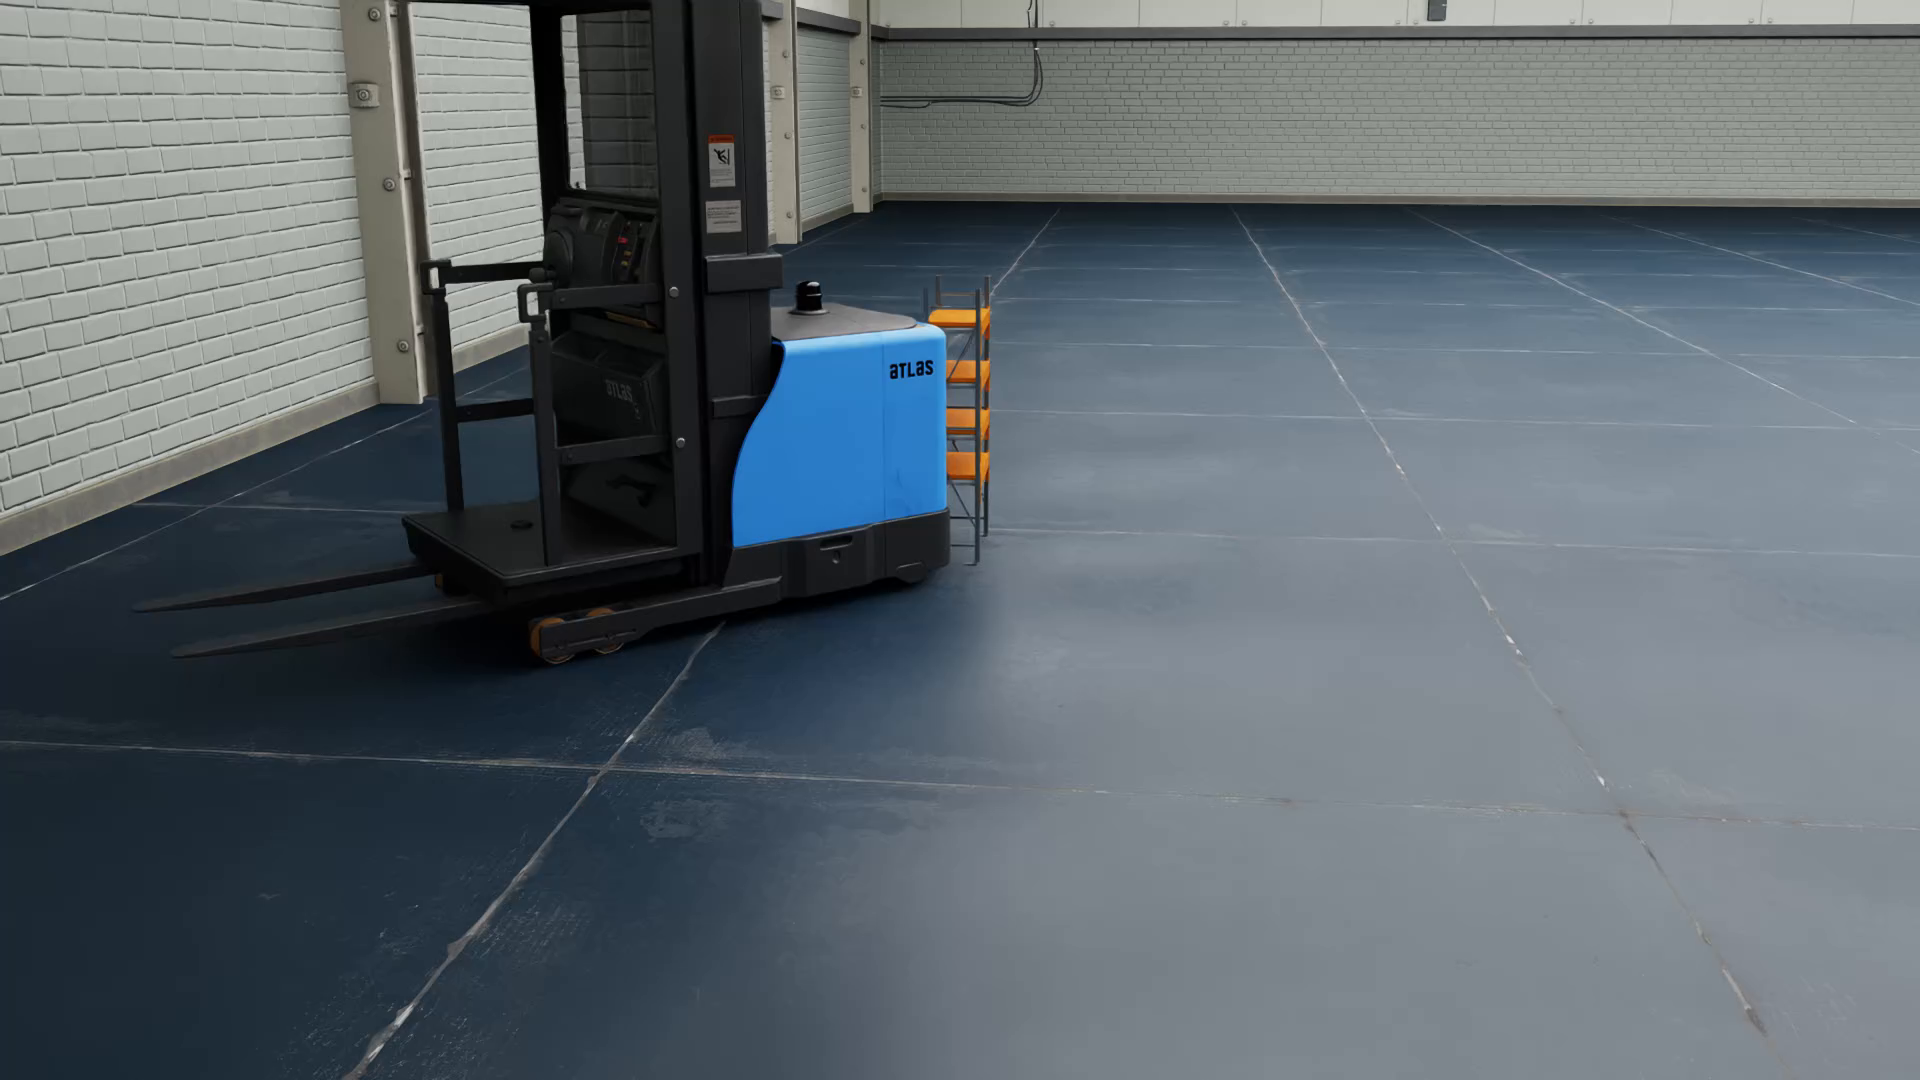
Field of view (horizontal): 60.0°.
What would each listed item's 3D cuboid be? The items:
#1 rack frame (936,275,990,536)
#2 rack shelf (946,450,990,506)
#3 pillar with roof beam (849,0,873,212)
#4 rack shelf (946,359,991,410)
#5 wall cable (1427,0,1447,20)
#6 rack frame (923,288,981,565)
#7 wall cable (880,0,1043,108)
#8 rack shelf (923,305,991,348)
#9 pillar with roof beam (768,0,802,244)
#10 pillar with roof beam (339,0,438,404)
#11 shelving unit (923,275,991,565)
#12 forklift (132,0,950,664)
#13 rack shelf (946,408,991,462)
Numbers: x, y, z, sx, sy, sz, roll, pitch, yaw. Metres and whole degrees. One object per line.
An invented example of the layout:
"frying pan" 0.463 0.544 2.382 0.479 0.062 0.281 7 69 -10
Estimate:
"rack frame" 0.012 -0.602 7.589 0.240 1.200 0.015 1 15 5
"rack shelf" -0.011 -0.282 7.424 0.258 0.148 0.480 1 15 5
"pillar with roof beam" 2.609 -9.840 26.814 9.100 9.000 0.400 2 15 6
"rack shelf" -0.011 -0.689 7.314 0.258 0.148 0.480 1 15 5
"wall cable" 9.408 -12.050 28.471 2.305 6.003 0.169 2 15 6
"rack frame" -0.033 -0.475 7.120 0.240 1.200 0.015 1 15 5
"wall cable" -0.023 -9.193 30.370 3.097 2.526 0.112 2 15 6
"rack shelf" -0.010 -0.918 7.252 0.258 0.148 0.480 1 15 5
"pillar with roof beam" 1.932 -8.284 21.059 9.100 9.000 0.400 2 15 6
"pillar with roof beam" 0.578 -5.172 9.549 9.100 9.000 0.400 2 15 6
"shelving unit" -0.011 -0.538 7.355 0.258 1.200 0.503 1 15 5
"forklift" -1.532 -1.123 6.199 3.031 2.935 1.130 -11 19 -35
"rack shelf" -0.011 -0.474 7.372 0.258 0.148 0.480 1 15 5
